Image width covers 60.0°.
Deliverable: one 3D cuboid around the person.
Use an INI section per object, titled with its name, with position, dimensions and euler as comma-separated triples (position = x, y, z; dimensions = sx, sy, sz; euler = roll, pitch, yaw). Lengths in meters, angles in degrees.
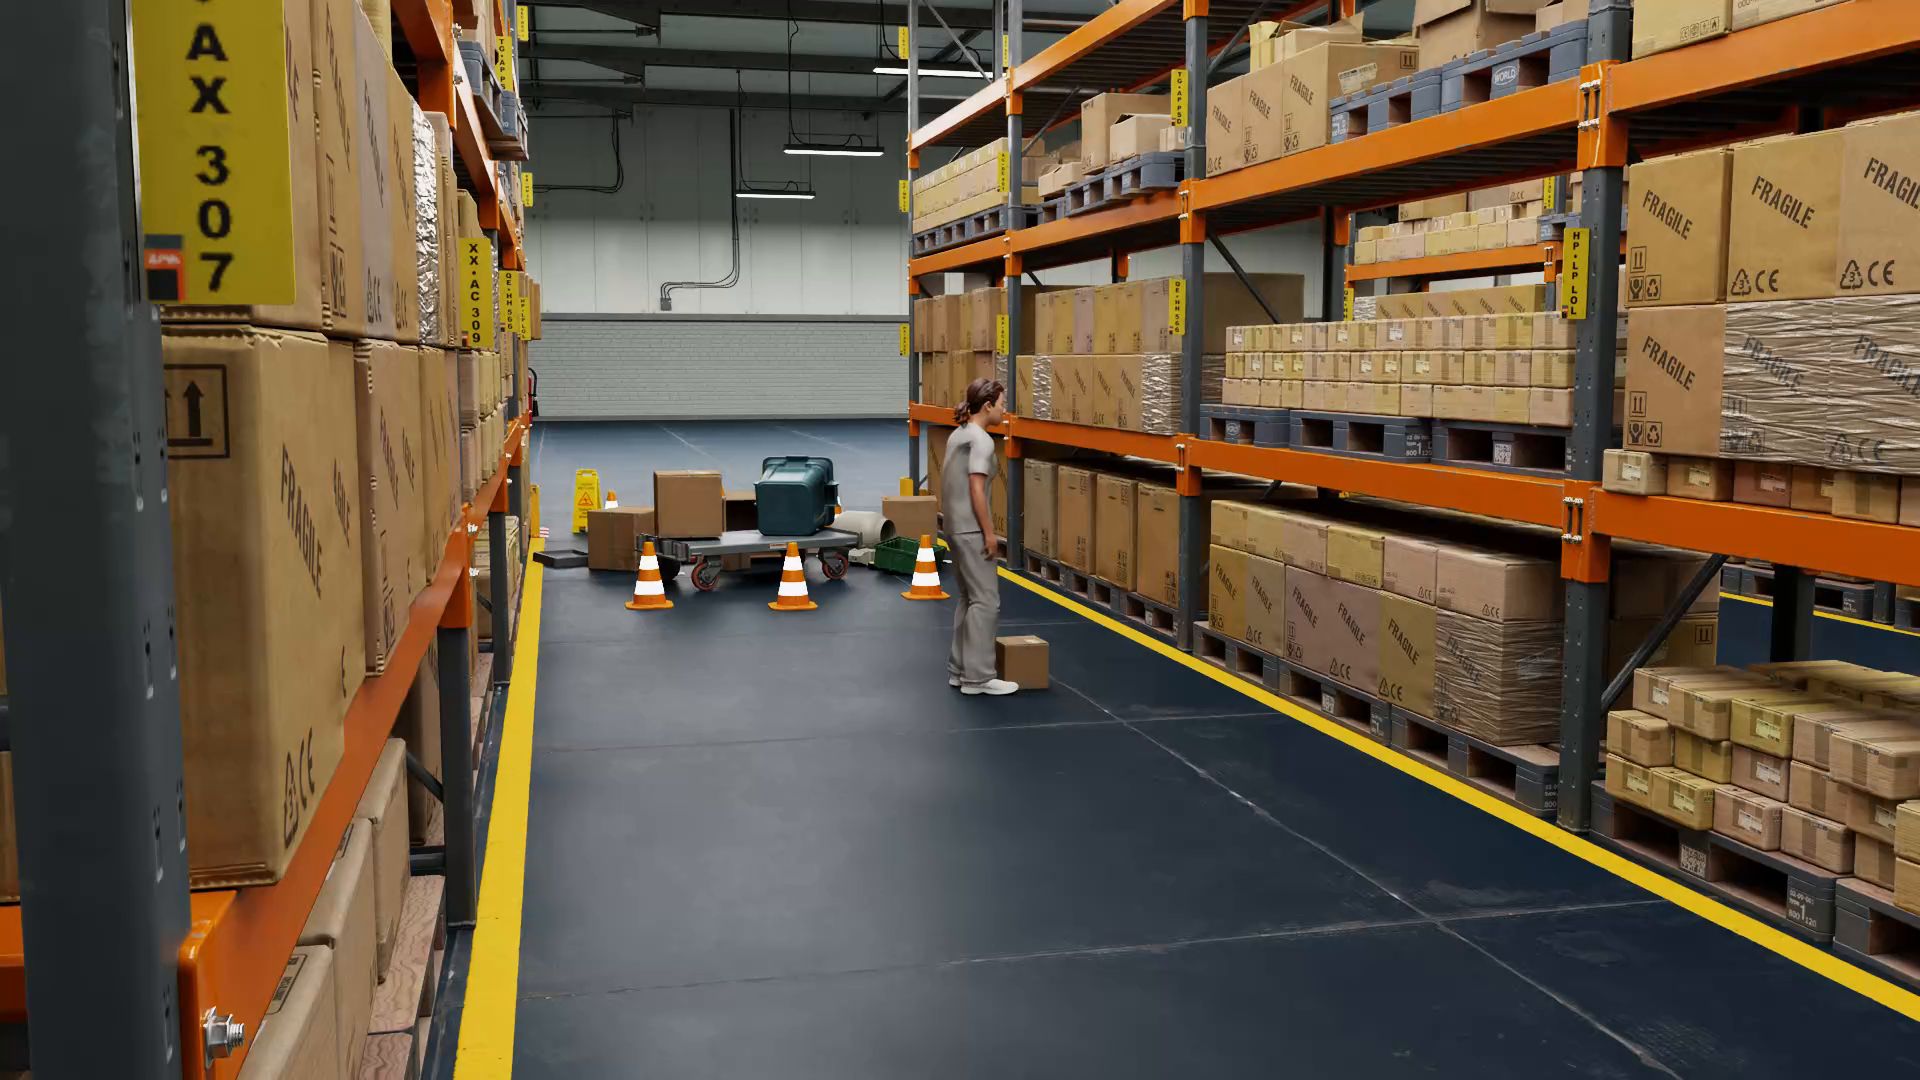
[person]
position = 0.088, -0.029, 8.916
dimensions = 0.360, 1.672, 0.484
euler = -2, 6, -14
